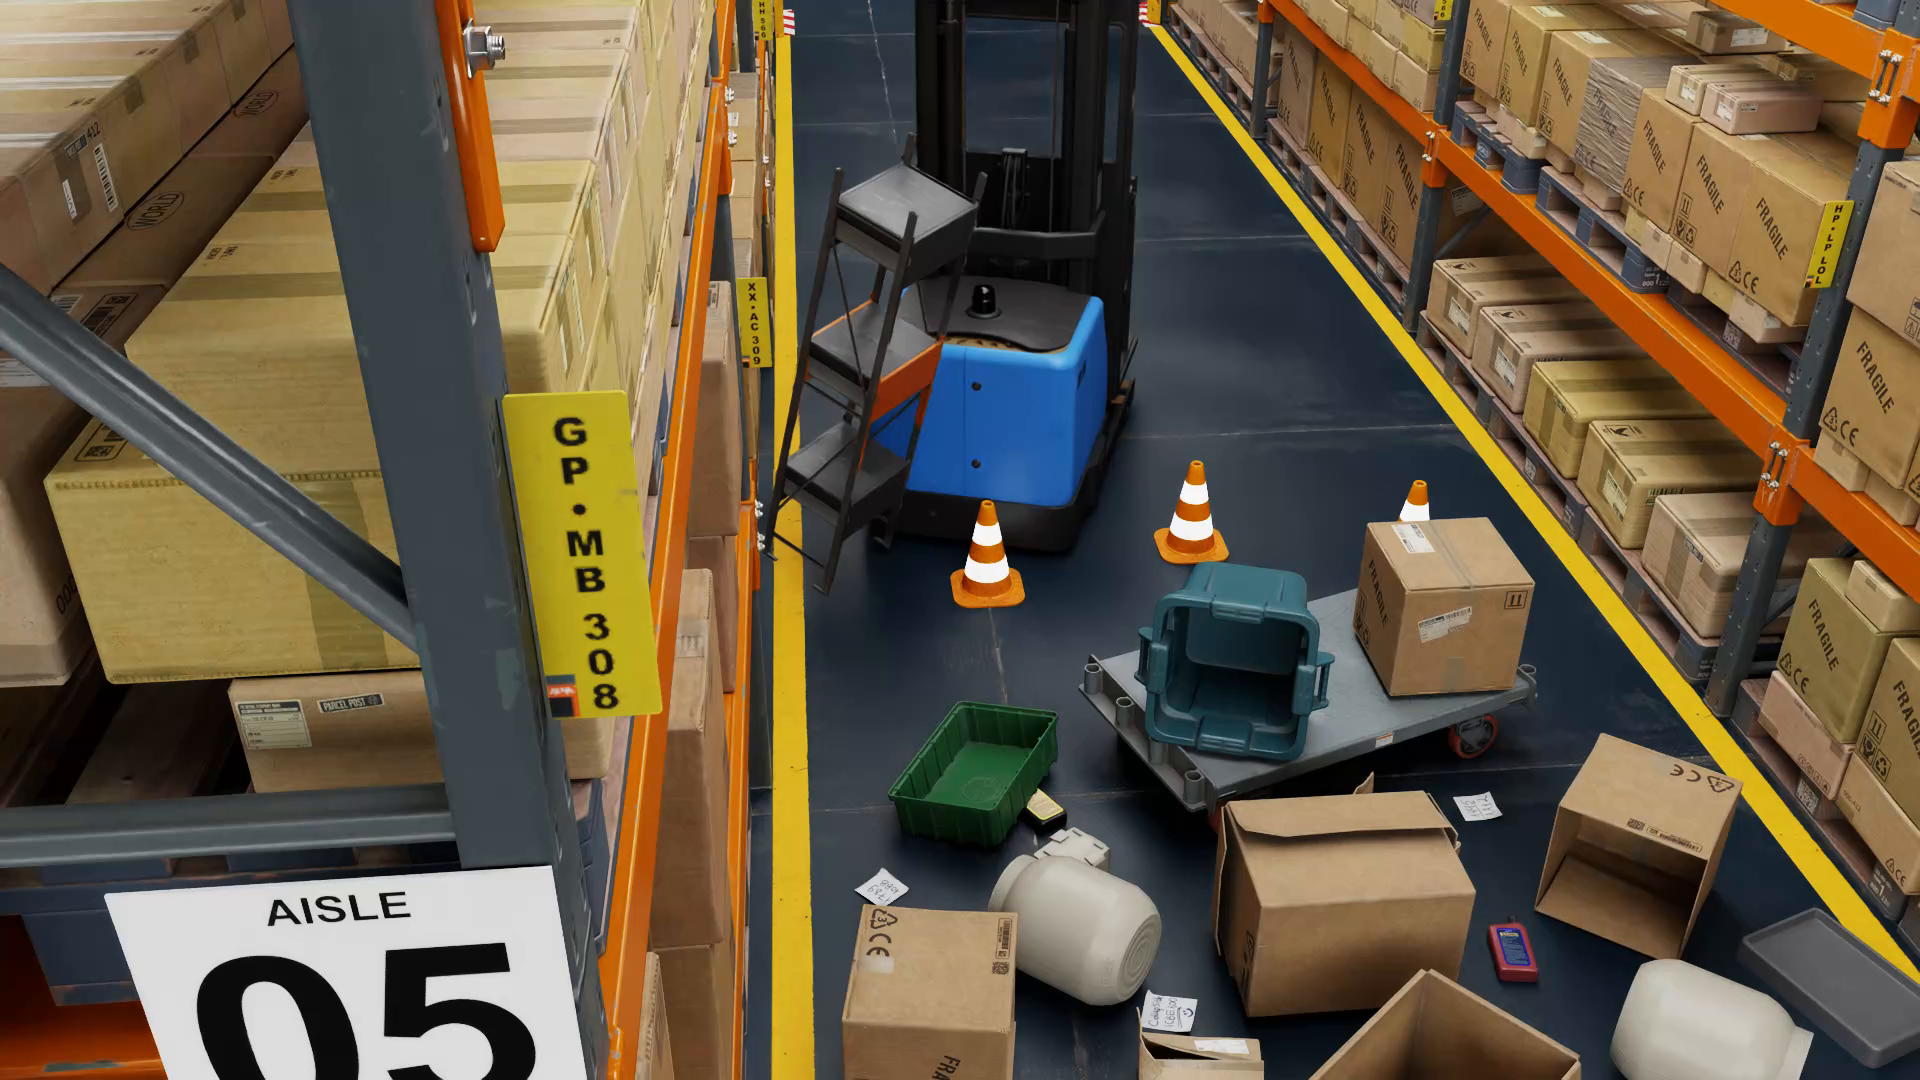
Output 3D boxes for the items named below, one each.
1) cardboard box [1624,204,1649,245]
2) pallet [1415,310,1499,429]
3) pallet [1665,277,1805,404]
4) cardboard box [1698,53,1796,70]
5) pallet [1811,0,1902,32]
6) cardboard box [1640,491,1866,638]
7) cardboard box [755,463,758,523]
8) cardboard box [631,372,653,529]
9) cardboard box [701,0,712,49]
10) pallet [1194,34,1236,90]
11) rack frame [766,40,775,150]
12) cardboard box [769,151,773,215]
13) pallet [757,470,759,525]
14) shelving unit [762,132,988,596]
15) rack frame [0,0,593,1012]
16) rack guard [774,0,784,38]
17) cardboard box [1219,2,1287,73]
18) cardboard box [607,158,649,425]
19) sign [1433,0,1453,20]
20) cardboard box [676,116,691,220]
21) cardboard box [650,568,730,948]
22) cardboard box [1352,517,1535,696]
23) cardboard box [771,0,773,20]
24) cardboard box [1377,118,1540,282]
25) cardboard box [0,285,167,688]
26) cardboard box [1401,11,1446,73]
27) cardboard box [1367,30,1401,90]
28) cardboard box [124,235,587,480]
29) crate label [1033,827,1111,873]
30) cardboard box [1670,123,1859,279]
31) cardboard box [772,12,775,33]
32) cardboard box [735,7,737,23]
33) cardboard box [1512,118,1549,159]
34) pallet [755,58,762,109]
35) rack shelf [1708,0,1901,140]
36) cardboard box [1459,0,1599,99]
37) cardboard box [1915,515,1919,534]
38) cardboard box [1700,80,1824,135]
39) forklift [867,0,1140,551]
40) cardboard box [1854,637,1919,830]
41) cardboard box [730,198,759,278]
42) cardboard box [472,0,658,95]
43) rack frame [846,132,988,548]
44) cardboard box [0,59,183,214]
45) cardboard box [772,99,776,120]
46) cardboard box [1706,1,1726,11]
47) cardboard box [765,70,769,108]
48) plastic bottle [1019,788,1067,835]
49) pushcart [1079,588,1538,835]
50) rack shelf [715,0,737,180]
[{"bbox_3d":[3.266,-1.433,7.560,0.380,0.149,0.250,-3,31,-5],"label":"cardboard box"},{"bbox_3d":[3.368,-1.036,9.779,1.003,0.211,1.213,-3,31,-5],"label":"pallet"},{"bbox_3d":[3.743,-0.905,7.027,1.003,0.211,1.213,-3,31,-5],"label":"pallet"},{"bbox_3d":[3.773,-1.965,7.817,0.500,0.500,0.500,-4,31,-7],"label":"cardboard box"},{"bbox_3d":[3.718,-2.117,6.128,1.213,0.211,1.003,-3,31,-5],"label":"pallet"},{"bbox_3d":[3.619,0.090,7.327,0.950,0.372,0.625,-2,31,-4],"label":"cardboard box"},{"bbox_3d":[-1.483,-0.321,7.647,1.050,0.750,0.750,-3,31,-5],"label":"cardboard box"},{"bbox_3d":[-0.635,-0.111,2.323,0.380,0.149,0.250,-3,31,-4],"label":"cardboard box"},{"bbox_3d":[-0.873,-1.405,4.490,0.380,0.149,0.250,-2,31,-4],"label":"cardboard box"},{"bbox_3d":[2.812,-4.494,15.567,1.003,0.211,1.213,-3,31,-5],"label":"pallet"},{"bbox_3d":[-1.996,-4.386,12.667,1.000,3.000,0.127,-3,31,-5],"label":"rack frame"},{"bbox_3d":[-1.585,-2.603,11.711,0.500,0.500,0.500,-3,31,-6],"label":"cardboard box"},{"bbox_3d":[-1.513,-0.119,8.243,1.003,0.211,1.213,-3,31,-5],"label":"pallet"},{"bbox_3d":[-0.415,-0.712,7.332,0.431,2.100,0.503,33,44,18],"label":"shelving unit"},{"bbox_3d":[-0.875,-0.835,0.872,1.000,3.000,0.127,-3,31,-5],"label":"rack frame"},{"bbox_3d":[-2.363,-5.316,16.662,1.175,0.500,0.348,-3,31,-5],"label":"rack guard"},{"bbox_3d":[2.886,-4.537,15.010,0.875,0.438,0.875,-4,31,-6],"label":"cardboard box"},{"bbox_3d":[-0.713,-0.351,2.337,0.500,0.250,0.500,-3,31,-5],"label":"cardboard box"},{"bbox_3d":[2.744,-3.101,9.387,0.100,0.325,0.005,-3,31,-5],"label":"sign"},{"bbox_3d":[-0.753,-0.755,3.401,0.380,0.149,0.250,-3,31,-5],"label":"cardboard box"},{"bbox_3d":[-0.932,0.453,3.367,0.875,0.550,0.550,-3,31,-5],"label":"cardboard box"},{"bbox_3d":[1.901,0.259,6.591,0.500,0.500,0.500,-3,31,-5],"label":"cardboard box"},{"bbox_3d":[-1.910,-4.855,15.243,0.380,0.149,0.250,-2,31,-3],"label":"cardboard box"},{"bbox_3d":[3.314,-2.257,10.766,0.875,0.875,0.875,-3,31,-5],"label":"cardboard box"},{"bbox_3d":[-1.199,-0.070,1.866,0.500,0.250,0.500,-2,31,-4],"label":"cardboard box"},{"bbox_3d":[2.998,-3.018,10.036,0.500,0.250,0.500,-3,31,-5],"label":"cardboard box"},{"bbox_3d":[2.927,-3.074,10.617,0.500,0.250,0.500,-2,31,-4],"label":"cardboard box"},{"bbox_3d":[-0.589,-0.190,1.678,0.380,0.149,0.250,-2,31,-4],"label":"cardboard box"},{"bbox_3d":[0.409,1.192,6.120,0.250,0.136,0.298,27,40,37],"label":"crate label"},{"bbox_3d":[3.351,-1.419,6.903,0.500,0.500,0.500,-3,31,-4],"label":"cardboard box"},{"bbox_3d":[-1.988,-4.999,16.065,0.380,0.149,0.250,-2,31,-3],"label":"cardboard box"},{"bbox_3d":[-1.519,-3.179,9.902,0.380,0.149,0.250,-3,31,-5],"label":"cardboard box"},{"bbox_3d":[3.119,-2.101,8.677,0.380,0.149,0.250,-3,31,-4],"label":"cardboard box"},{"bbox_3d":[-1.795,-2.620,9.898,1.213,0.211,1.003,-3,31,-5],"label":"pallet"},{"bbox_3d":[3.483,-2.590,7.437,1.077,0.370,4.000,-3,31,-5],"label":"rack shelf"},{"bbox_3d":[3.108,-2.742,9.119,0.500,0.500,0.500,-4,31,-6],"label":"cardboard box"},{"bbox_3d":[3.511,-0.045,5.646,0.380,0.149,0.250,-3,31,-5],"label":"cardboard box"},{"bbox_3d":[3.325,-1.795,6.901,0.380,0.149,0.250,-4,31,-6],"label":"cardboard box"},{"bbox_3d":[0.379,-1.948,8.653,1.130,2.935,3.031,7,32,12],"label":"forklift"},{"bbox_3d":[3.518,0.675,5.735,0.500,0.500,0.500,-2,31,-3],"label":"cardboard box"},{"bbox_3d":[-1.122,-1.139,7.134,0.500,0.500,0.500,-3,31,-5],"label":"cardboard box"},{"bbox_3d":[-0.707,-0.839,2.765,0.380,0.149,0.250,-3,31,-5],"label":"cardboard box"},{"bbox_3d":[-0.278,-0.824,7.500,0.400,2.100,0.015,33,44,18],"label":"rack frame"},{"bbox_3d":[-1.316,-0.551,2.282,0.380,0.149,0.250,-2,31,-4],"label":"cardboard box"},{"bbox_3d":[-1.711,-3.543,13.628,0.380,0.149,0.250,-4,31,-7],"label":"cardboard box"},{"bbox_3d":[7.444,-5.034,15.780,0.500,0.500,0.500,-2,31,-4],"label":"cardboard box"},{"bbox_3d":[-1.640,-3.184,11.951,0.500,0.250,0.500,-1,31,-2],"label":"cardboard box"},{"bbox_3d":[0.279,1.029,6.468,0.133,0.061,0.283,-20,36,-30],"label":"plastic bottle"},{"bbox_3d":[1.405,0.671,6.759,1.648,0.377,0.936,-14,33,-22],"label":"pushcart"},{"bbox_3d":[-1.436,-2.301,6.954,1.077,0.370,4.000,-3,31,-5],"label":"rack shelf"}]
